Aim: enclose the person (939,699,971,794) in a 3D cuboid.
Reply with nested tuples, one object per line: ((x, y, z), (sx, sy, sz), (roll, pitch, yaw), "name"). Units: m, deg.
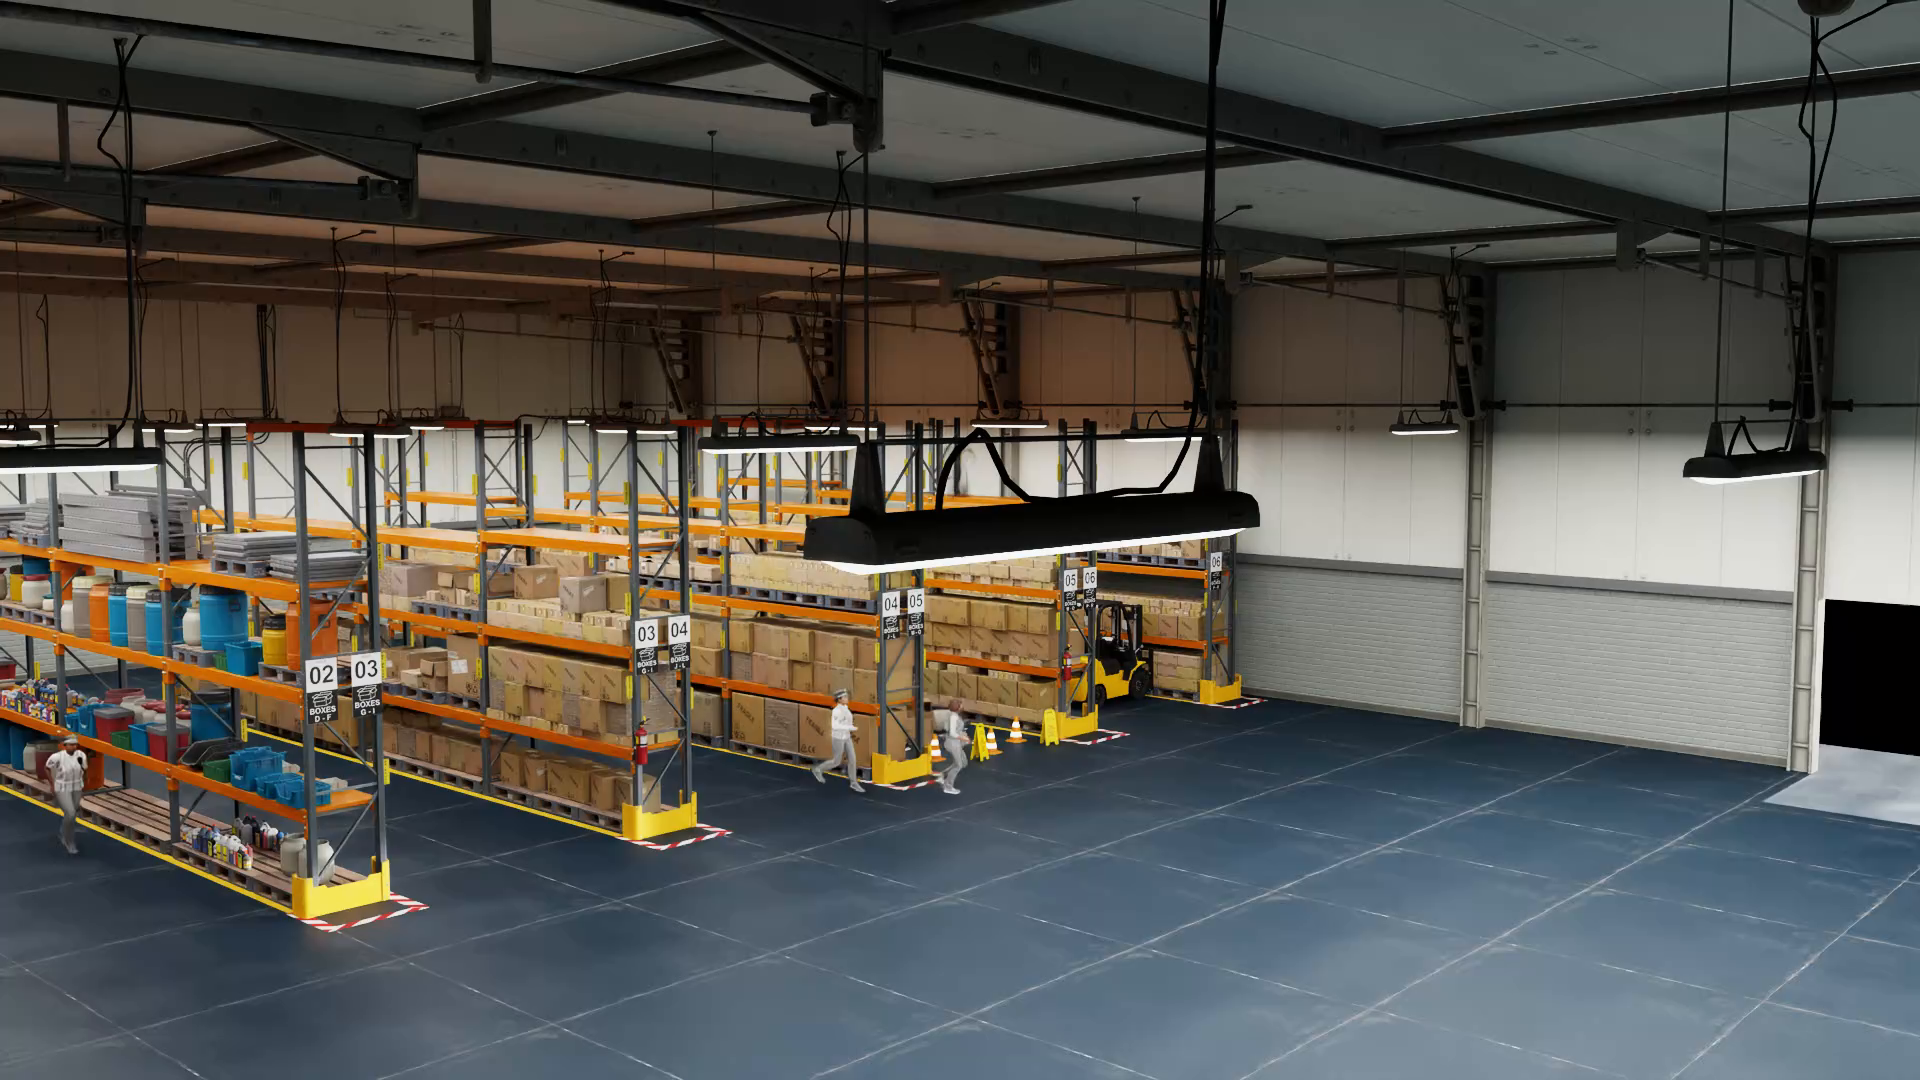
((-0.083, 3.349, 26.979), (0.533, 1.564, 0.542), (0, 5, 0), "person")

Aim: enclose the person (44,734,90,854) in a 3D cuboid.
((-12.642, 3.590, 23.597), (0.846, 1.739, 0.506), (3, 6, 34), "person")

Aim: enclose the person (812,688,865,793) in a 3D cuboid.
((-1.984, 3.272, 27.240), (0.916, 1.721, 0.617), (2, 5, 21), "person")

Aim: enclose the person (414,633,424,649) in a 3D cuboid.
((-12.910, 2.243, 40.016), (0.838, 1.711, 0.693), (-2, 5, -24), "person")
